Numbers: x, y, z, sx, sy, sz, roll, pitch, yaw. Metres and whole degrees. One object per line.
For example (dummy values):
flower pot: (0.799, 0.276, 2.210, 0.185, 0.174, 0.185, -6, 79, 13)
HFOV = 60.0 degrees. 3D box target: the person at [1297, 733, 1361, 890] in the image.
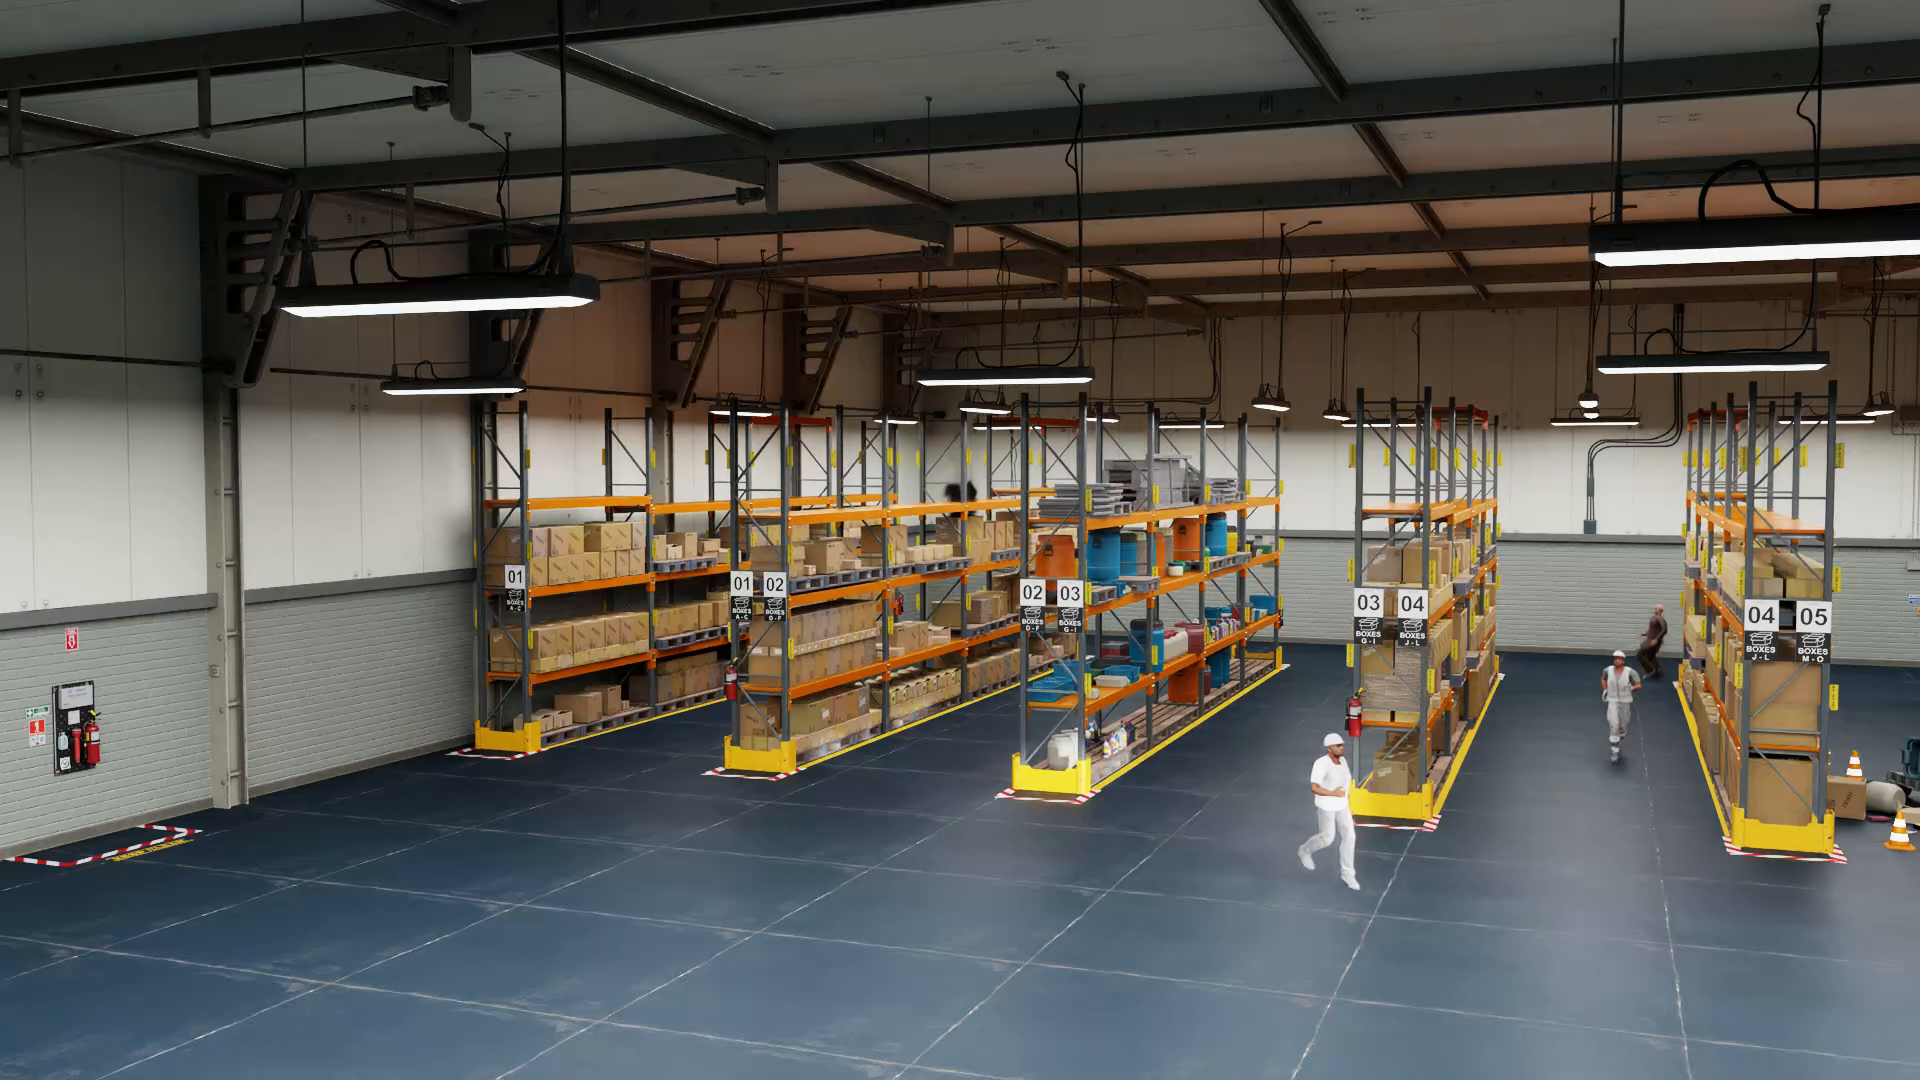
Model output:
person: (4.374, 3.179, 19.674, 0.731, 1.811, 0.938, -2, 4, -38)

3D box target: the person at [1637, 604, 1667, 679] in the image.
person: (15.694, 2.365, 37.719, 0.629, 1.664, 0.767, 1, 3, 22)

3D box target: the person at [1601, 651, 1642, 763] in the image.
person: (11.041, 2.749, 27.780, 0.629, 1.817, 0.912, 1, 3, 22)
